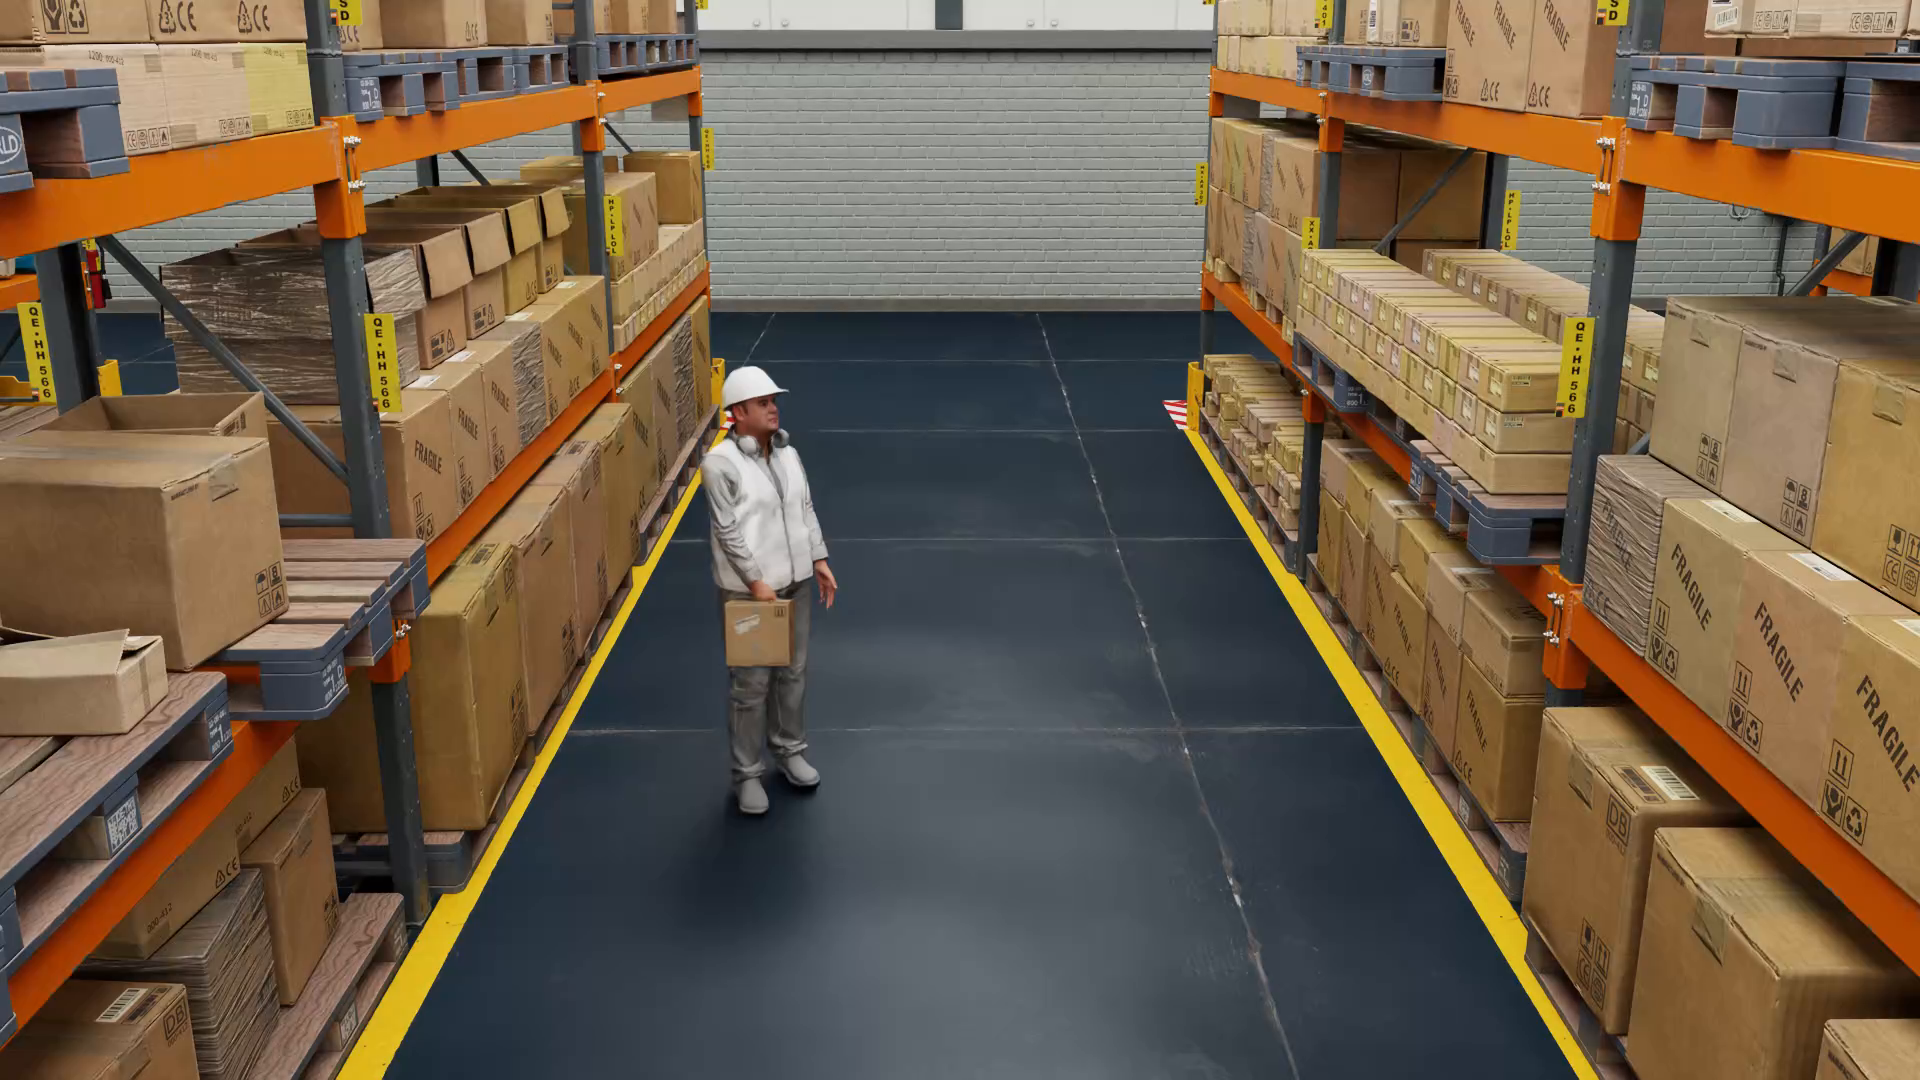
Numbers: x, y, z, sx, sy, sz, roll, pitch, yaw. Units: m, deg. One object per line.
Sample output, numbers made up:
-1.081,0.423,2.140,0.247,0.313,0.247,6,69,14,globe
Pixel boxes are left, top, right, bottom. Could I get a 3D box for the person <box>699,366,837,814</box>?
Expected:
-0.792,0.187,6.849,0.484,1.782,0.586,13,21,37,person
